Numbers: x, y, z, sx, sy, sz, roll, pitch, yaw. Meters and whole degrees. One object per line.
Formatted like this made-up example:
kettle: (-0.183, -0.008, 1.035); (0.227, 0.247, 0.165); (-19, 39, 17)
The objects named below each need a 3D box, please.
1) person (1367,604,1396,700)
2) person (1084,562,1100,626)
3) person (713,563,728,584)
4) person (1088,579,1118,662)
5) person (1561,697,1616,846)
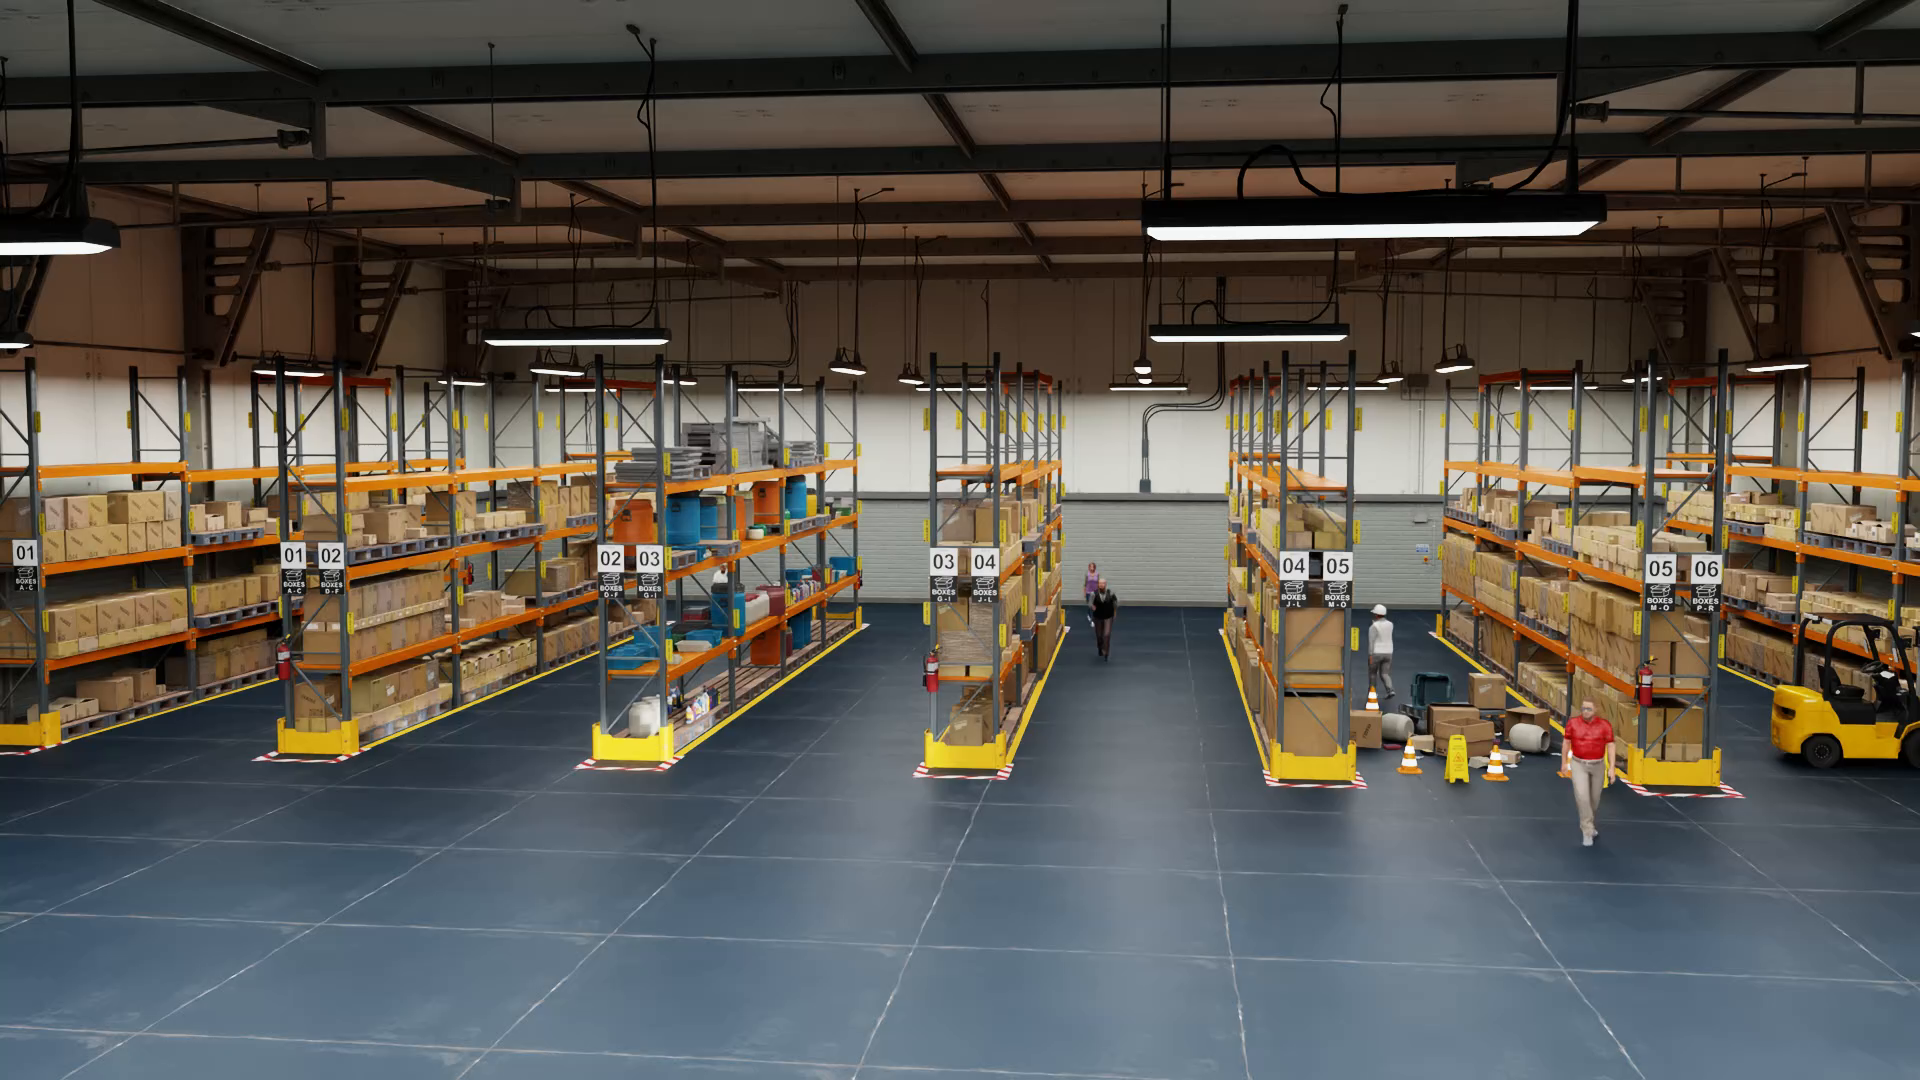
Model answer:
person: (7.548, 2.029, 29.855); (0.547, 1.752, 0.810); (-1, 4, -17)
person: (3.254, 1.318, 40.980); (0.416, 1.526, 0.955); (-1, 4, -12)
person: (-5.741, 1.335, 40.214); (0.496, 1.640, 0.927); (0, 4, 0)
person: (3.003, 1.670, 35.037); (0.629, 1.741, 1.010); (0, 4, 6)
person: (7.532, 2.764, 19.923); (0.563, 1.779, 0.701); (1, 4, 9)
